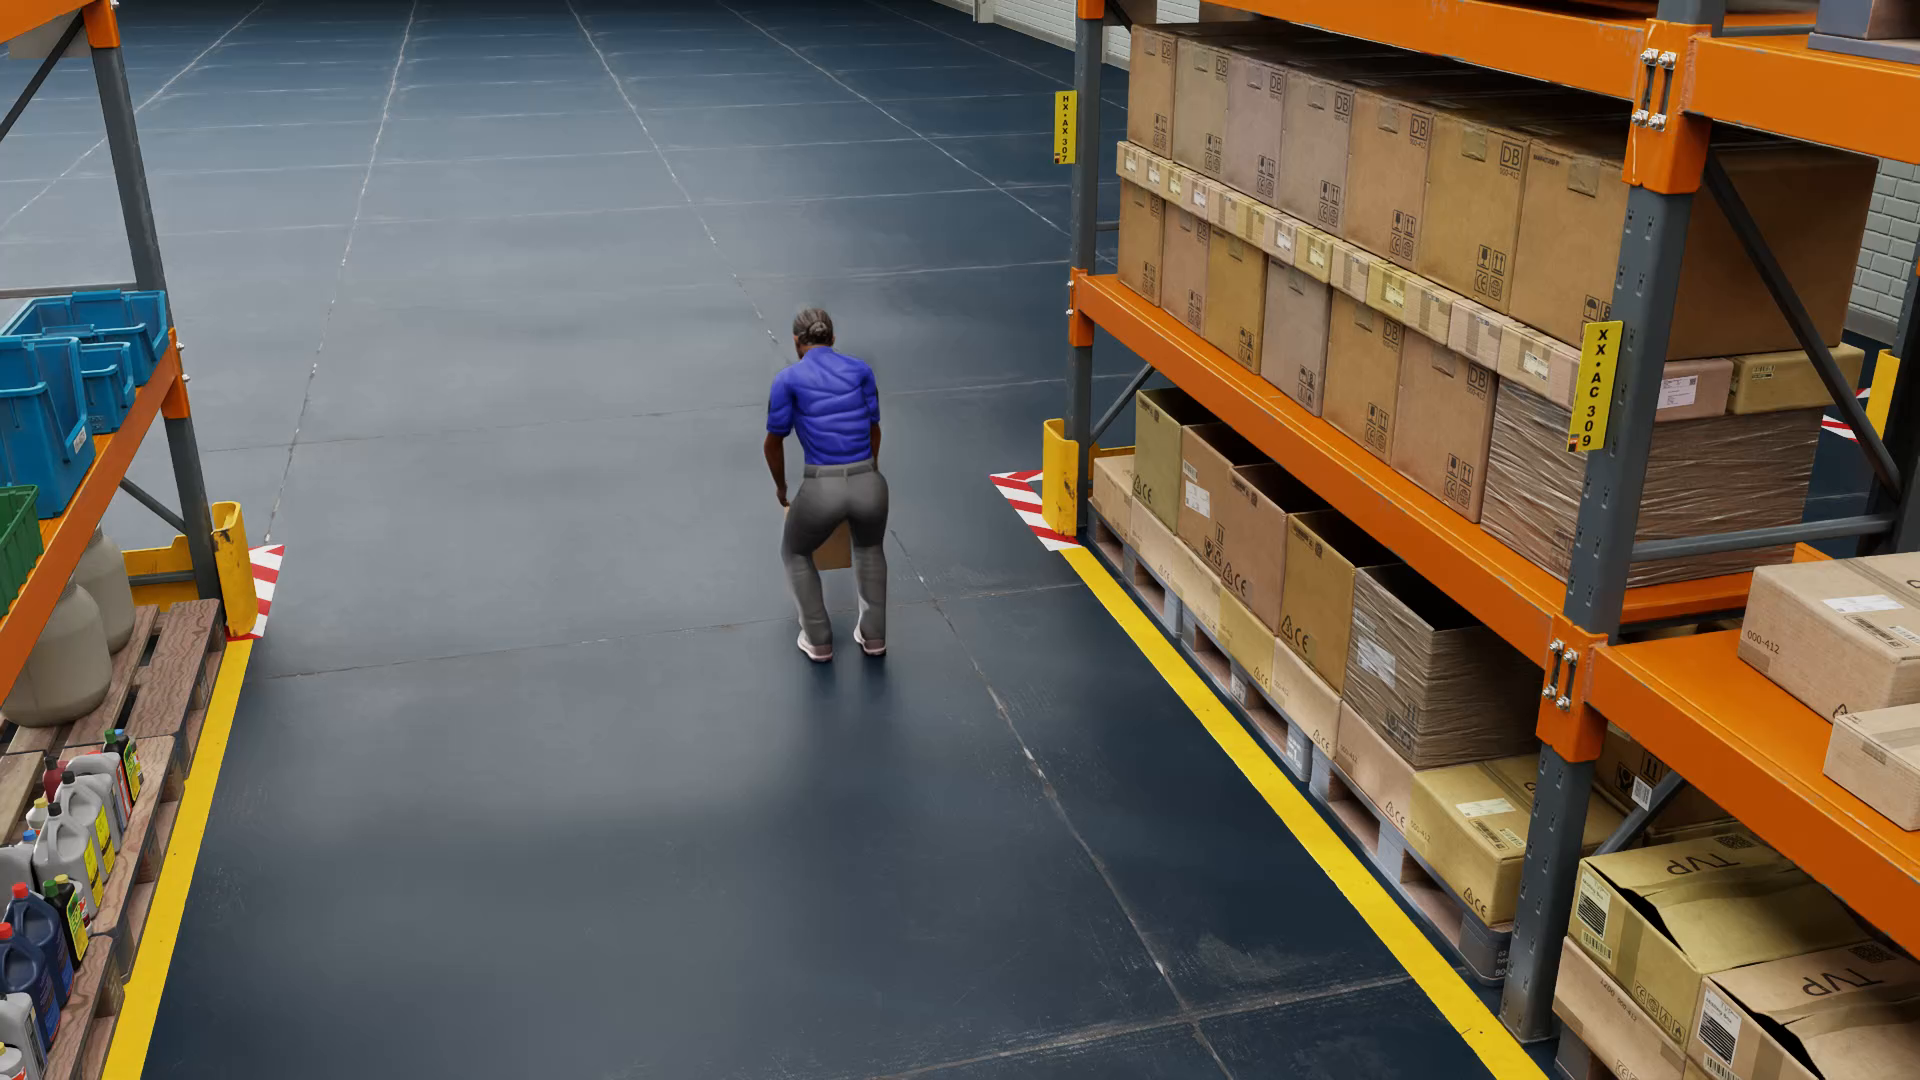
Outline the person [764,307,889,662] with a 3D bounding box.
[{"bbox_3d":[-0.548,-0.207,6.880,0.492,1.442,0.576,-6,24,-14],"label":"person"}]
